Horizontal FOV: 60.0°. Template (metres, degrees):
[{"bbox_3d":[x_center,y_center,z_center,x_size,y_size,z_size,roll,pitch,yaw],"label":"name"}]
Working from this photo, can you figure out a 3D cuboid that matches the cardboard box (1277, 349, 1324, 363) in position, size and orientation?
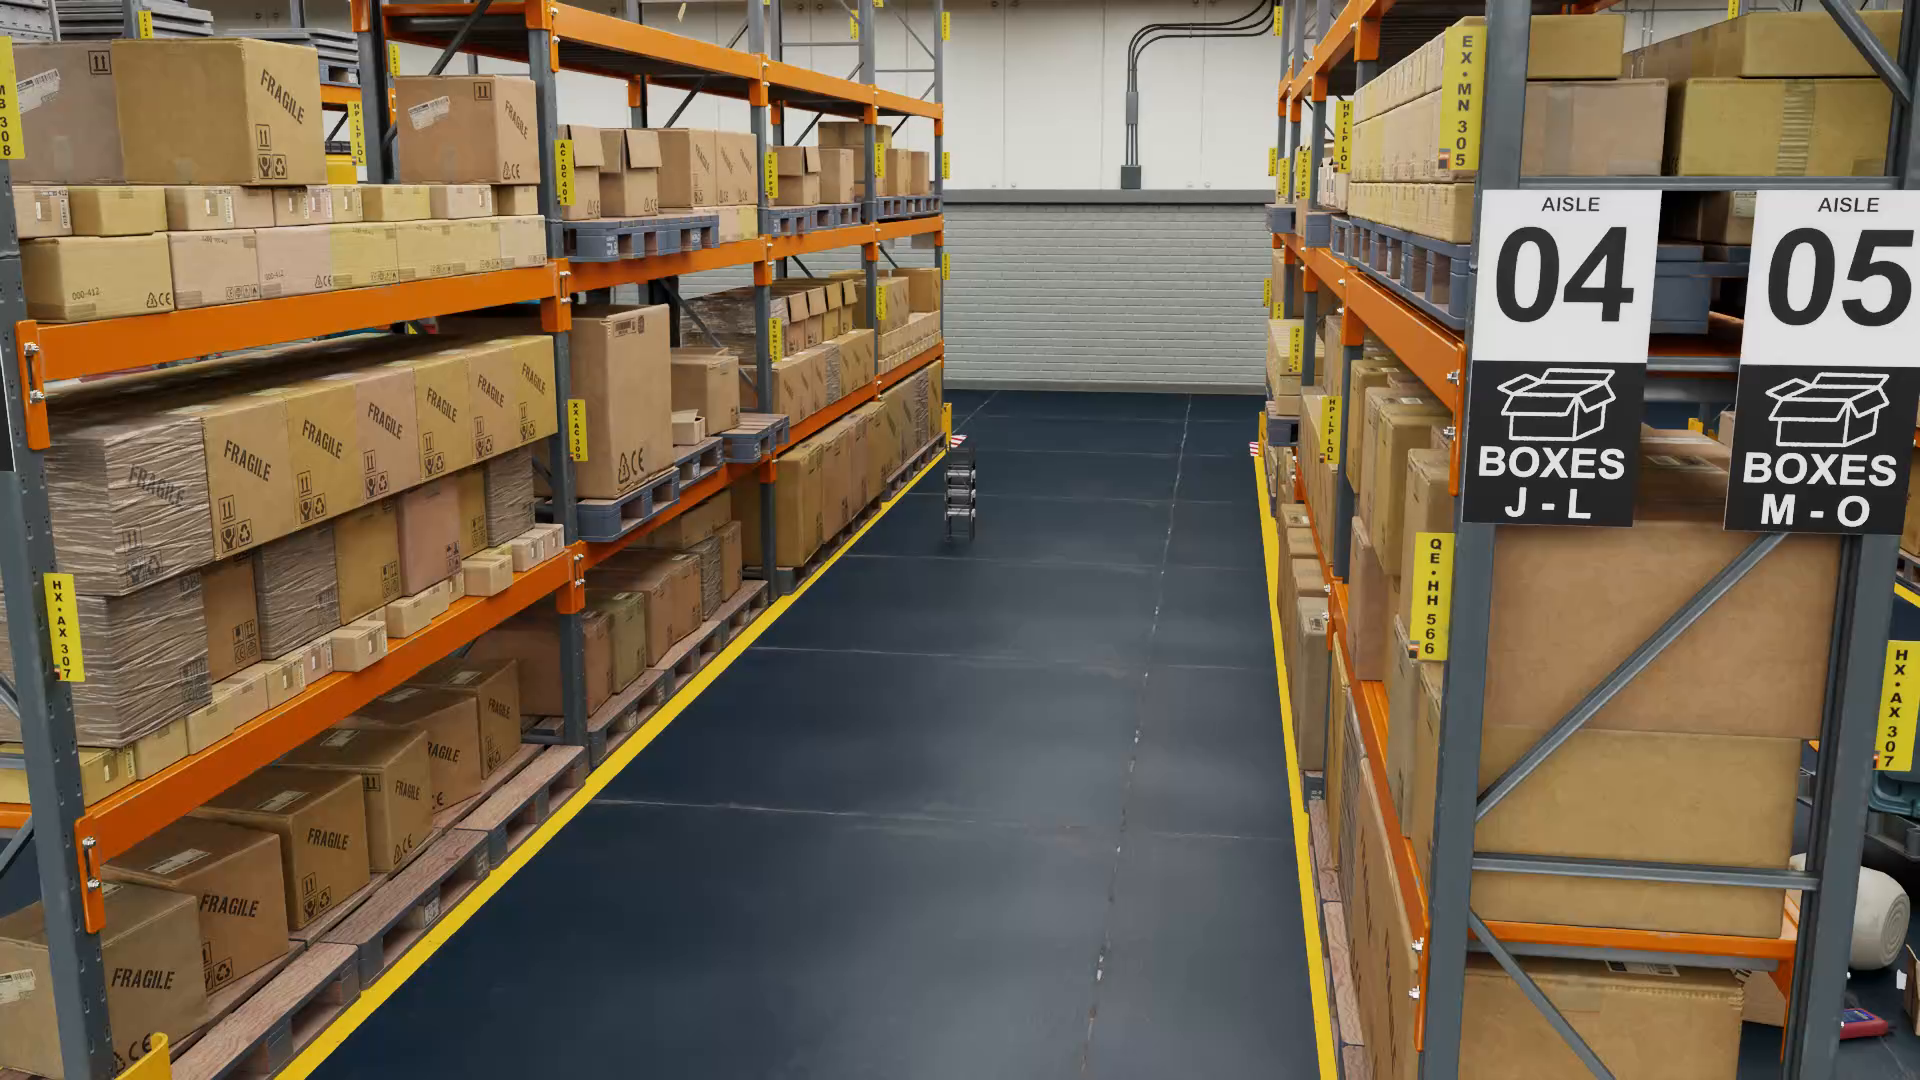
[{"bbox_3d":[2.610,-1.363,12.643,0.380,0.149,0.250,2,12,8],"label":"cardboard box"}]

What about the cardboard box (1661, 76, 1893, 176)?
[{"bbox_3d":[2.044,-1.040,4.252,0.500,0.250,0.500,2,12,9],"label":"cardboard box"}]

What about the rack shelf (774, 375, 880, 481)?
[{"bbox_3d":[-1.631,-1.067,14.789,1.077,0.370,4.000,2,12,9],"label":"rack shelf"}]

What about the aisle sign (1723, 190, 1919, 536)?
[{"bbox_3d":[2.002,-0.402,3.824,0.394,0.787,0.004,2,12,9],"label":"aisle sign"}]

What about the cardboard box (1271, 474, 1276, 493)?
[{"bbox_3d":[3.286,-0.558,16.488,0.380,0.149,0.250,2,12,9],"label":"cardboard box"}]

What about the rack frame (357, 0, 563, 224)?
[{"bbox_3d":[-2.554,-3.103,8.286,1.000,3.000,0.127,2,12,9],"label":"rack frame"}]

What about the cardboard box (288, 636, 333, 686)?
[{"bbox_3d":[-2.704,0.474,6.529,0.380,0.149,0.250,2,12,9],"label":"cardboard box"}]

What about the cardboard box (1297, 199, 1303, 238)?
[{"bbox_3d":[2.848,-2.568,12.687,0.500,0.500,0.500,2,12,9],"label":"cardboard box"}]

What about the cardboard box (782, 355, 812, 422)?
[{"bbox_3d":[-1.518,-1.251,13.698,0.500,0.500,0.500,2,12,7],"label":"cardboard box"}]

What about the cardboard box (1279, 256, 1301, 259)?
[{"bbox_3d":[3.534,-2.657,17.142,0.500,0.500,0.500,2,12,10],"label":"cardboard box"}]

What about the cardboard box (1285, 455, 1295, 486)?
[{"bbox_3d":[2.954,-0.532,13.757,0.500,0.250,0.500,2,12,10],"label":"cardboard box"}]

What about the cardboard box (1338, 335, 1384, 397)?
[{"bbox_3d":[2.637,-0.947,9.912,0.700,0.500,0.500,2,12,8],"label":"cardboard box"}]

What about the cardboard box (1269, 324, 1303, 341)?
[{"bbox_3d":[2.968,-1.848,14.893,0.380,0.149,0.250,2,12,9],"label":"cardboard box"}]

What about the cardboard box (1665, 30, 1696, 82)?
[{"bbox_3d":[2.161,-1.307,4.546,0.380,0.149,0.250,2,12,8],"label":"cardboard box"}]

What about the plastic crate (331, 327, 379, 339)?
[{"bbox_3d":[-6.483,-2.125,17.888,0.392,0.384,0.575,2,12,9],"label":"plastic crate"}]

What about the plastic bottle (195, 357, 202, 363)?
[{"bbox_3d":[-6.950,-1.507,15.238,0.144,0.351,0.185,2,12,9],"label":"plastic bottle"}]

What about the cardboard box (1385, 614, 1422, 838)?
[{"bbox_3d":[1.792,0.577,5.095,0.875,0.550,0.550,2,12,9],"label":"cardboard box"}]

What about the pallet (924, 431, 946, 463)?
[{"bbox_3d":[-0.754,-1.136,20.019,1.003,0.211,1.213,2,12,9],"label":"pallet"}]

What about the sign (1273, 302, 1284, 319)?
[{"bbox_3d":[3.025,-2.093,15.785,0.100,0.325,0.005,2,12,9],"label":"sign"}]

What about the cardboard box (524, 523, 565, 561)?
[{"bbox_3d":[-2.296,0.007,8.693,0.380,0.149,0.250,2,12,9],"label":"cardboard box"}]

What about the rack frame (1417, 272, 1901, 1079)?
[{"bbox_3d":[1.717,0.845,4.211,1.000,3.000,0.127,2,12,9],"label":"rack frame"}]

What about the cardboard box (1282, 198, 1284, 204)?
[{"bbox_3d":[3.459,-3.261,16.497,0.500,0.250,0.500,2,12,8],"label":"cardboard box"}]

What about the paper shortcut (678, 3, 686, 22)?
[{"bbox_3d":[-2.254,-4.295,13.490,0.009,0.170,0.078,12,-17,6],"label":"paper shortcut"}]

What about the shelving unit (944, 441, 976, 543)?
[{"bbox_3d":[0.001,-0.442,15.163,0.258,0.900,0.210,2,12,9],"label":"shelving unit"}]

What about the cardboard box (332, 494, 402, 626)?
[{"bbox_3d":[-2.891,0.041,6.998,0.875,0.500,0.500,2,12,9],"label":"cardboard box"}]

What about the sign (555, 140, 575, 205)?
[{"bbox_3d":[-2.016,-1.873,8.473,0.100,0.325,0.005,2,12,9],"label":"sign"}]

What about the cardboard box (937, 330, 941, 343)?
[{"bbox_3d":[-0.437,-2.460,20.142,0.380,0.149,0.250,2,12,10],"label":"cardboard box"}]

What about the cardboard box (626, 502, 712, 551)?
[{"bbox_3d":[-2.083,-0.111,11.754,0.500,0.250,0.500,3,13,15],"label":"cardboard box"}]

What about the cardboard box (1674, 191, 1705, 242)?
[{"bbox_3d":[2.125,-0.867,4.396,0.380,0.149,0.250,2,12,9],"label":"cardboard box"}]

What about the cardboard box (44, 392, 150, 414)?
[{"bbox_3d":[-3.257,-0.247,5.959,0.500,0.500,0.500,2,12,9],"label":"cardboard box"}]

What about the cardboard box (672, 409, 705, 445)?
[{"bbox_3d":[-1.928,-0.786,11.100,0.396,0.266,0.258,2,12,7],"label":"cardboard box"}]

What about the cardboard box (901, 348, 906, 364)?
[{"bbox_3d":[-0.791,-1.981,17.917,0.380,0.149,0.250,2,12,8],"label":"cardboard box"}]

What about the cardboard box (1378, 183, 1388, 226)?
[{"bbox_3d":[1.706,-1.204,5.961,0.380,0.149,0.250,2,12,9],"label":"cardboard box"}]

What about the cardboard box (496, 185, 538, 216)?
[{"bbox_3d":[-2.318,-1.681,8.218,0.380,0.149,0.250,2,12,10],"label":"cardboard box"}]

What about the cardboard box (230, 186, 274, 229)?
[{"bbox_3d":[-2.692,-1.187,5.928,0.380,0.149,0.250,2,12,9],"label":"cardboard box"}]

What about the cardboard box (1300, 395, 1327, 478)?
[{"bbox_3d":[2.536,-0.679,11.043,0.500,0.500,0.500,2,12,8],"label":"cardboard box"}]

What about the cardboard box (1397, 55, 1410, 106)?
[{"bbox_3d":[1.629,-1.489,5.387,0.380,0.149,0.250,2,12,8],"label":"cardboard box"}]

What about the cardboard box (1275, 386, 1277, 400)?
[{"bbox_3d":[2.648,-1.126,12.954,0.380,0.149,0.250,2,12,10],"label":"cardboard box"}]

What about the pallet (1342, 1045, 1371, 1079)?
[{"bbox_3d":[1.762,2.039,5.289,1.003,0.211,1.213,2,12,9],"label":"pallet"}]

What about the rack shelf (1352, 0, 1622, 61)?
[{"bbox_3d":[2.024,-1.957,5.629,1.077,0.370,4.000,2,12,9],"label":"rack shelf"}]

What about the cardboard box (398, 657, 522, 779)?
[{"bbox_3d":[-2.655,0.929,8.757,0.500,0.500,0.500,1,12,7],"label":"cardboard box"}]

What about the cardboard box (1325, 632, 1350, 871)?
[{"bbox_3d":[2.166,0.974,7.657,0.875,0.875,0.875,2,12,10],"label":"cardboard box"}]

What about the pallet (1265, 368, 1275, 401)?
[{"bbox_3d":[3.301,-1.405,15.106,1.003,0.211,1.213,2,12,9],"label":"pallet"}]

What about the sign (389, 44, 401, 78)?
[{"bbox_3d":[-5.674,-4.808,16.696,0.100,0.325,0.005,2,12,9],"label":"sign"}]

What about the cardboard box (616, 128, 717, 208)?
[{"bbox_3d":[-1.924,-2.445,10.931,0.500,0.500,0.500,2,12,10],"label":"cardboard box"}]

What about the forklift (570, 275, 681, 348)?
[{"bbox_3d":[-3.356,-1.693,16.149,1.130,2.935,3.031,2,12,11],"label":"forklift"}]

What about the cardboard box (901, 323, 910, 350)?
[{"bbox_3d":[-0.837,-2.208,18.025,0.500,0.250,0.500,2,12,10],"label":"cardboard box"}]

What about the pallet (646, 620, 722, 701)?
[{"bbox_3d":[-2.250,0.776,11.146,1.003,0.211,1.213,2,12,9],"label":"pallet"}]

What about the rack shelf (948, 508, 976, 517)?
[{"bbox_3d":[0.001,-0.233,15.208,0.258,0.077,0.200,2,12,9],"label":"rack shelf"}]

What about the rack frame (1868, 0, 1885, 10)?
[{"bbox_3d":[8.469,-4.447,14.524,1.000,3.000,0.127,2,12,9],"label":"rack frame"}]

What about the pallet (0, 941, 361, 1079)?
[{"bbox_3d":[-2.997,1.842,6.201,1.003,0.211,1.213,2,12,9],"label":"pallet"}]

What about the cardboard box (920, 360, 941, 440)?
[{"bbox_3d":[-0.727,-1.699,20.059,0.875,0.875,0.875,2,12,9],"label":"cardboard box"}]

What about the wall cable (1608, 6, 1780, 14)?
[{"bbox_3d":[10.423,-6.448,23.808,2.355,3.000,0.029,2,12,9],"label":"wall cable"}]

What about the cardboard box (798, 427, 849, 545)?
[{"bbox_3d":[-1.667,-0.497,14.485,1.225,0.875,0.875,2,12,9],"label":"cardboard box"}]

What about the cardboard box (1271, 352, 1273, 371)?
[{"bbox_3d":[2.809,-1.489,13.931,0.380,0.149,0.250,2,12,8],"label":"cardboard box"}]

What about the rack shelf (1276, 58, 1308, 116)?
[{"bbox_3d":[3.870,-4.649,17.178,1.077,0.370,4.000,2,12,9],"label":"rack shelf"}]
